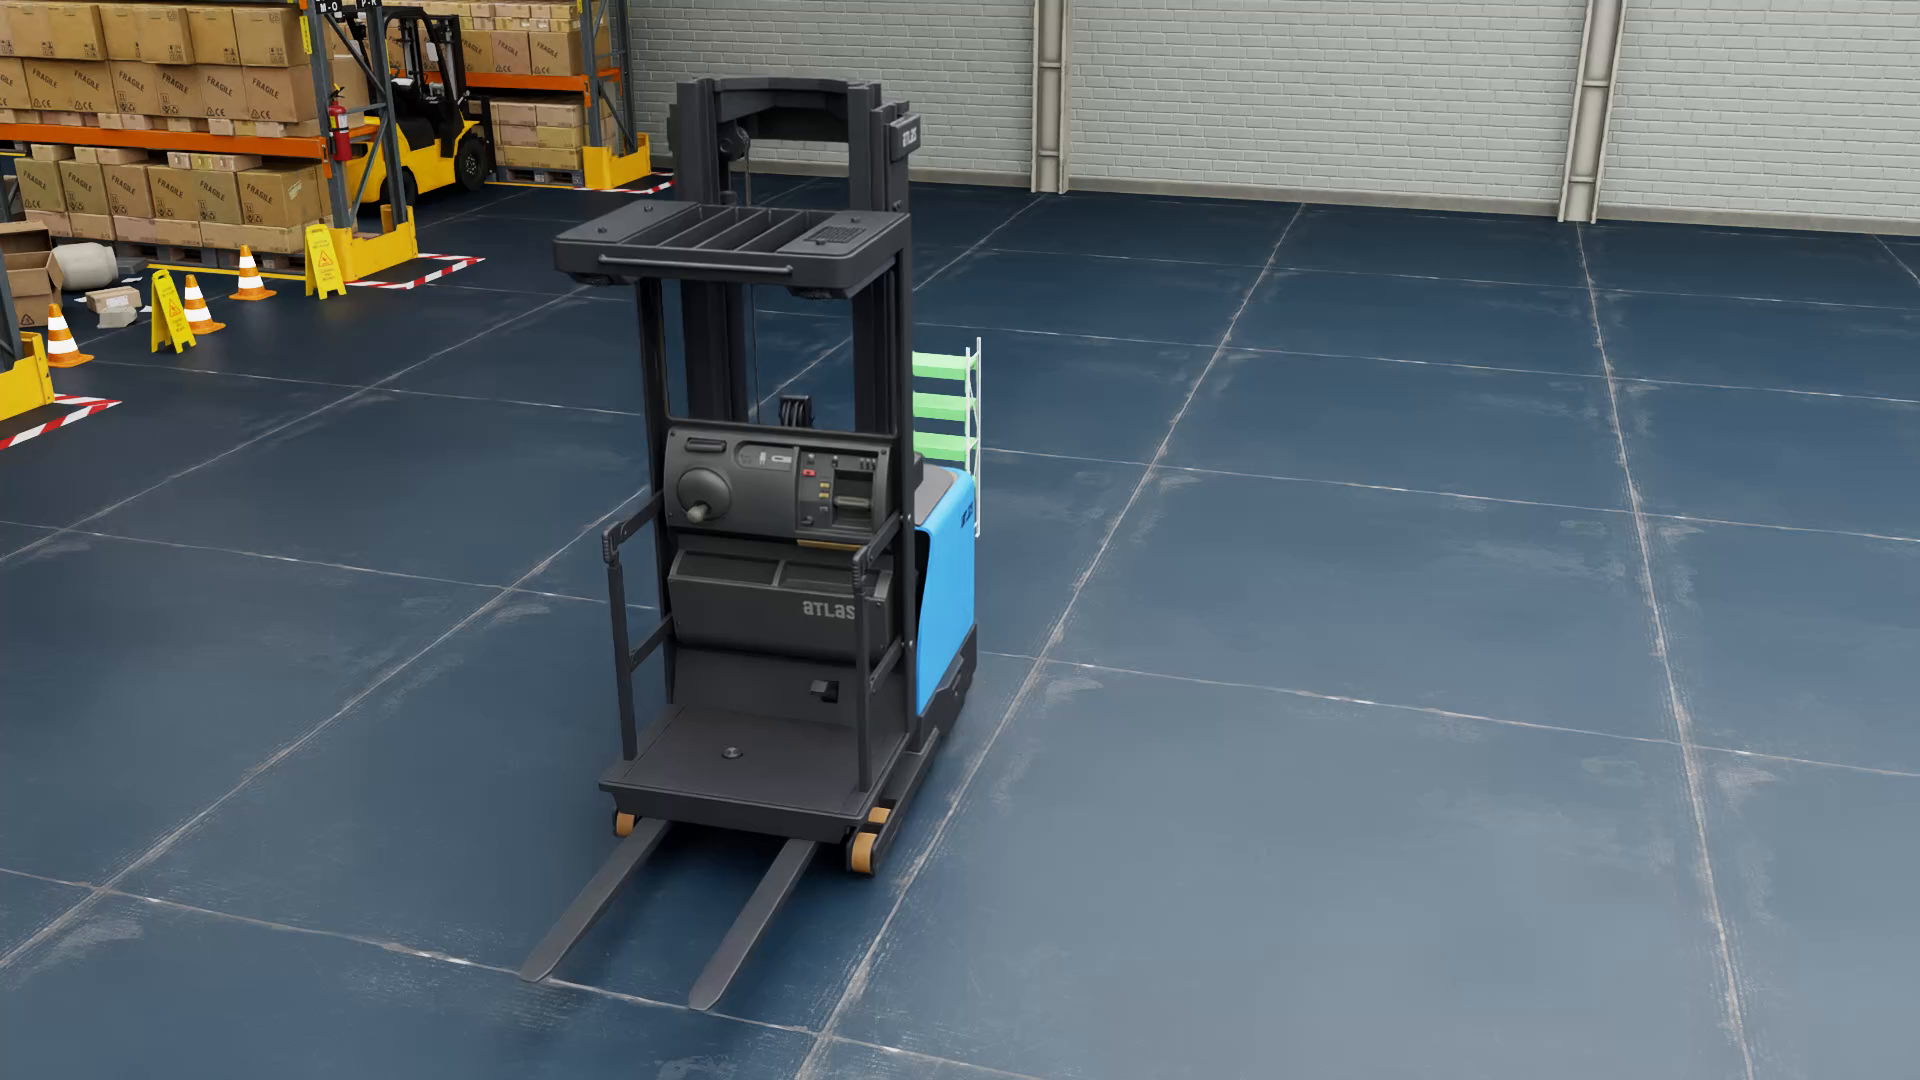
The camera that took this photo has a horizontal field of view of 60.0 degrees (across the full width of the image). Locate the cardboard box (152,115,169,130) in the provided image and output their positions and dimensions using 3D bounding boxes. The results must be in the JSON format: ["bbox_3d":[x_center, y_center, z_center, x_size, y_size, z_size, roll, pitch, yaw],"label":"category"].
[{"bbox_3d":[-7.564,-4.067,16.063,0.250,0.149,0.380,7,23,16],"label":"cardboard box"}]

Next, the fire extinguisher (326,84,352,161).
[{"bbox_3d":[-5.710,-3.829,15.255,0.183,0.674,0.296,7,23,16],"label":"fire extinguisher"}]

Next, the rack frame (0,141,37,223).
[{"bbox_3d":[-9.516,-4.484,16.748,0.127,3.000,1.000,7,23,16],"label":"rack frame"}]

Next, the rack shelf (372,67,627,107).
[{"bbox_3d":[-6.171,-5.736,20.748,4.000,0.370,1.077,7,23,16],"label":"rack shelf"}]

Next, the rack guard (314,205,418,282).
[{"bbox_3d":[-5.759,-2.897,16.174,0.348,0.500,1.175,7,23,16],"label":"rack guard"}]

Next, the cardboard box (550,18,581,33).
[{"bbox_3d":[-4.669,-6.132,19.779,0.250,0.149,0.380,7,23,16],"label":"cardboard box"}]

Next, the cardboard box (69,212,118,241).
[{"bbox_3d":[-8.515,-3.189,16.661,0.500,0.250,0.500,8,24,19],"label":"cardboard box"}]

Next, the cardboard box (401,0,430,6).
[{"bbox_3d":[-6.610,-6.516,20.325,0.250,0.149,0.380,6,23,15],"label":"cardboard box"}]

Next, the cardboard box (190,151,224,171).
[{"bbox_3d":[-7.139,-3.652,15.948,0.250,0.149,0.380,7,23,16],"label":"cardboard box"}]

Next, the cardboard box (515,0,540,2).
[{"bbox_3d":[-5.246,-6.545,20.395,0.250,0.149,0.380,7,23,16],"label":"cardboard box"}]

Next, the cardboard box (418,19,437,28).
[{"bbox_3d":[-6.382,-6.327,20.255,0.250,0.149,0.380,6,23,14],"label":"cardboard box"}]

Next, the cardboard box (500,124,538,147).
[{"bbox_3d":[-5.290,-5.001,20.421,0.500,0.250,0.500,6,23,15],"label":"cardboard box"}]

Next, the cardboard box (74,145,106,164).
[{"bbox_3d":[-8.434,-3.799,16.306,0.250,0.149,0.380,7,23,18],"label":"cardboard box"}]

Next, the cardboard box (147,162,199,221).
[{"bbox_3d":[-7.510,-3.421,16.240,0.500,0.500,0.500,6,23,14],"label":"cardboard box"}]

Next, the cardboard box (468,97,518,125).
[{"bbox_3d":[-5.764,-5.277,20.433,0.500,0.250,0.500,7,23,16],"label":"cardboard box"}]

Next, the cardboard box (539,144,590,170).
[{"bbox_3d":[-4.797,-4.708,20.365,0.500,0.250,0.500,7,23,16],"label":"cardboard box"}]

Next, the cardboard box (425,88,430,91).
[{"bbox_3d":[-7.069,-5.639,21.316,0.500,0.250,0.500,6,23,15],"label":"cardboard box"}]

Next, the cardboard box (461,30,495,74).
[{"bbox_3d":[-5.788,-5.970,20.240,0.500,0.500,0.500,6,23,14],"label":"cardboard box"}]

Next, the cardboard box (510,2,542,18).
[{"bbox_3d":[-5.163,-6.330,19.872,0.250,0.149,0.380,7,23,17],"label":"cardboard box"}]

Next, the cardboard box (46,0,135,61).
[{"bbox_3d":[-8.202,-4.874,15.859,0.500,0.500,0.700,6,23,14],"label":"cardboard box"}]

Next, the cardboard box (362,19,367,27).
[{"bbox_3d":[-7.136,-6.403,20.441,0.250,0.149,0.380,7,23,17],"label":"cardboard box"}]

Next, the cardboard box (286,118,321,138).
[{"bbox_3d":[-6.106,-3.892,15.637,0.250,0.149,0.380,7,23,17],"label":"cardboard box"}]

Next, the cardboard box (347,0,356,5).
[{"bbox_3d":[-7.343,-6.608,20.549,0.250,0.149,0.380,6,23,15],"label":"cardboard box"}]

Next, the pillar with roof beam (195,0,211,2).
[{"bbox_3d":[-11.650,-8.122,17.713,0.400,9.000,9.100,7,23,16],"label":"pillar with roof beam"}]

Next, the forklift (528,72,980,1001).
[{"bbox_3d":[-0.766,-0.220,6.445,1.130,2.935,3.031,6,23,13],"label":"forklift"}]

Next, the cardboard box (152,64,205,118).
[{"bbox_3d":[-7.242,-4.301,15.780,0.500,0.500,0.500,6,23,15],"label":"cardboard box"}]

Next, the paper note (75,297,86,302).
[{"bbox_3d":[-7.936,-2.194,15.094,0.142,0.019,0.148,16,27,34],"label":"paper note"}]

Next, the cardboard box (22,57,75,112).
[{"bbox_3d":[-8.688,-4.472,16.195,0.500,0.500,0.500,6,23,15],"label":"cardboard box"}]

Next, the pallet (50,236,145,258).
[{"bbox_3d":[-8.863,-3.133,17.129,1.213,0.211,1.003,7,23,16],"label":"pallet"}]

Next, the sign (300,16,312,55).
[{"bbox_3d":[-5.866,-4.528,14.913,0.005,0.325,0.100,7,23,16],"label":"sign"}]

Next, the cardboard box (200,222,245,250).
[{"bbox_3d":[-7.032,-3.018,16.245,0.500,0.250,0.500,7,23,16],"label":"cardboard box"}]

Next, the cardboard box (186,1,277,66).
[{"bbox_3d":[-6.721,-4.727,15.499,0.500,0.500,0.700,7,23,16],"label":"cardboard box"}]

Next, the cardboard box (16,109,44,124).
[{"bbox_3d":[-9.050,-4.208,16.406,0.250,0.149,0.380,7,23,17],"label":"cardboard box"}]

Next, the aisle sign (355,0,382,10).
[{"bbox_3d":[-5.538,-5.354,15.444,0.004,0.787,0.394,7,23,16],"label":"aisle sign"}]

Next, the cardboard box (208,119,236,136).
[{"bbox_3d":[-6.875,-3.933,15.736,0.250,0.149,0.380,7,23,16],"label":"cardboard box"}]

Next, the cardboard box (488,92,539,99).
[{"bbox_3d":[-5.617,-5.467,20.899,0.500,0.250,0.500,6,23,15],"label":"cardboard box"}]

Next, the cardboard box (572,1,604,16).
[{"bbox_3d":[-4.516,-6.448,20.157,0.250,0.149,0.380,6,23,14],"label":"cardboard box"}]

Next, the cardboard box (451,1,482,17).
[{"bbox_3d":[-5.911,-6.399,20.040,0.250,0.149,0.380,7,23,17],"label":"cardboard box"}]

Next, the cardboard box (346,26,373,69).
[{"bbox_3d":[-7.233,-6.139,20.653,0.500,0.500,0.500,7,23,16],"label":"cardboard box"}]

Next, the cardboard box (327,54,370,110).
[{"bbox_3d":[-6.060,-4.382,15.976,0.500,0.500,0.500,6,23,15],"label":"cardboard box"}]

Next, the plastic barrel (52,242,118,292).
[{"bbox_3d":[-8.101,-2.530,15.379,0.512,0.421,0.421,-14,26,-30],"label":"plastic barrel"}]

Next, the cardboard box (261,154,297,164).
[{"bbox_3d":[-6.904,-3.561,16.581,0.500,0.500,0.500,6,23,14],"label":"cardboard box"}]

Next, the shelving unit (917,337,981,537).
[{"bbox_3d":[-0.158,-0.573,9.587,0.503,1.200,0.258,7,23,16],"label":"shelving unit"}]

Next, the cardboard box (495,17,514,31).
[{"bbox_3d":[-5.387,-6.231,20.021,0.250,0.149,0.380,6,23,15],"label":"cardboard box"}]

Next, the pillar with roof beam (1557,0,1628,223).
[{"bbox_3d":[5.583,-6.149,12.903,0.400,9.000,9.100,7,23,16],"label":"pillar with roof beam"}]

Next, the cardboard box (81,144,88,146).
[{"bbox_3d":[-8.872,-3.785,17.128,0.500,0.500,0.500,6,23,15],"label":"cardboard box"}]

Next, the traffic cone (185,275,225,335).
[{"bbox_3d":[-6.466,-2.009,14.059,0.334,0.463,0.336,7,23,16],"label":"traffic cone"}]

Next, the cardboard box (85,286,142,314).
[{"bbox_3d":[-7.524,-2.136,14.781,0.380,0.149,0.250,-20,29,-39],"label":"cardboard box"}]

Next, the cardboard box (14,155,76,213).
[{"bbox_3d":[-9.029,-3.590,16.651,0.500,0.500,0.500,8,24,18],"label":"cardboard box"}]

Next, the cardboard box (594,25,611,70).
[{"bbox_3d":[-4.650,-6.051,20.436,0.500,0.500,0.500,7,23,17],"label":"cardboard box"}]

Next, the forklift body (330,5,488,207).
[{"bbox_3d":[-6.599,-5.001,19.129,1.214,2.155,2.313,7,23,16],"label":"forklift body"}]

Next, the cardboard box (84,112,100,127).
[{"bbox_3d":[-8.296,-4.132,16.222,0.250,0.149,0.380,6,23,15],"label":"cardboard box"}]

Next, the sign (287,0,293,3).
[{"bbox_3d":[-8.233,-6.588,20.458,0.005,0.325,0.100,7,23,16],"label":"sign"}]
